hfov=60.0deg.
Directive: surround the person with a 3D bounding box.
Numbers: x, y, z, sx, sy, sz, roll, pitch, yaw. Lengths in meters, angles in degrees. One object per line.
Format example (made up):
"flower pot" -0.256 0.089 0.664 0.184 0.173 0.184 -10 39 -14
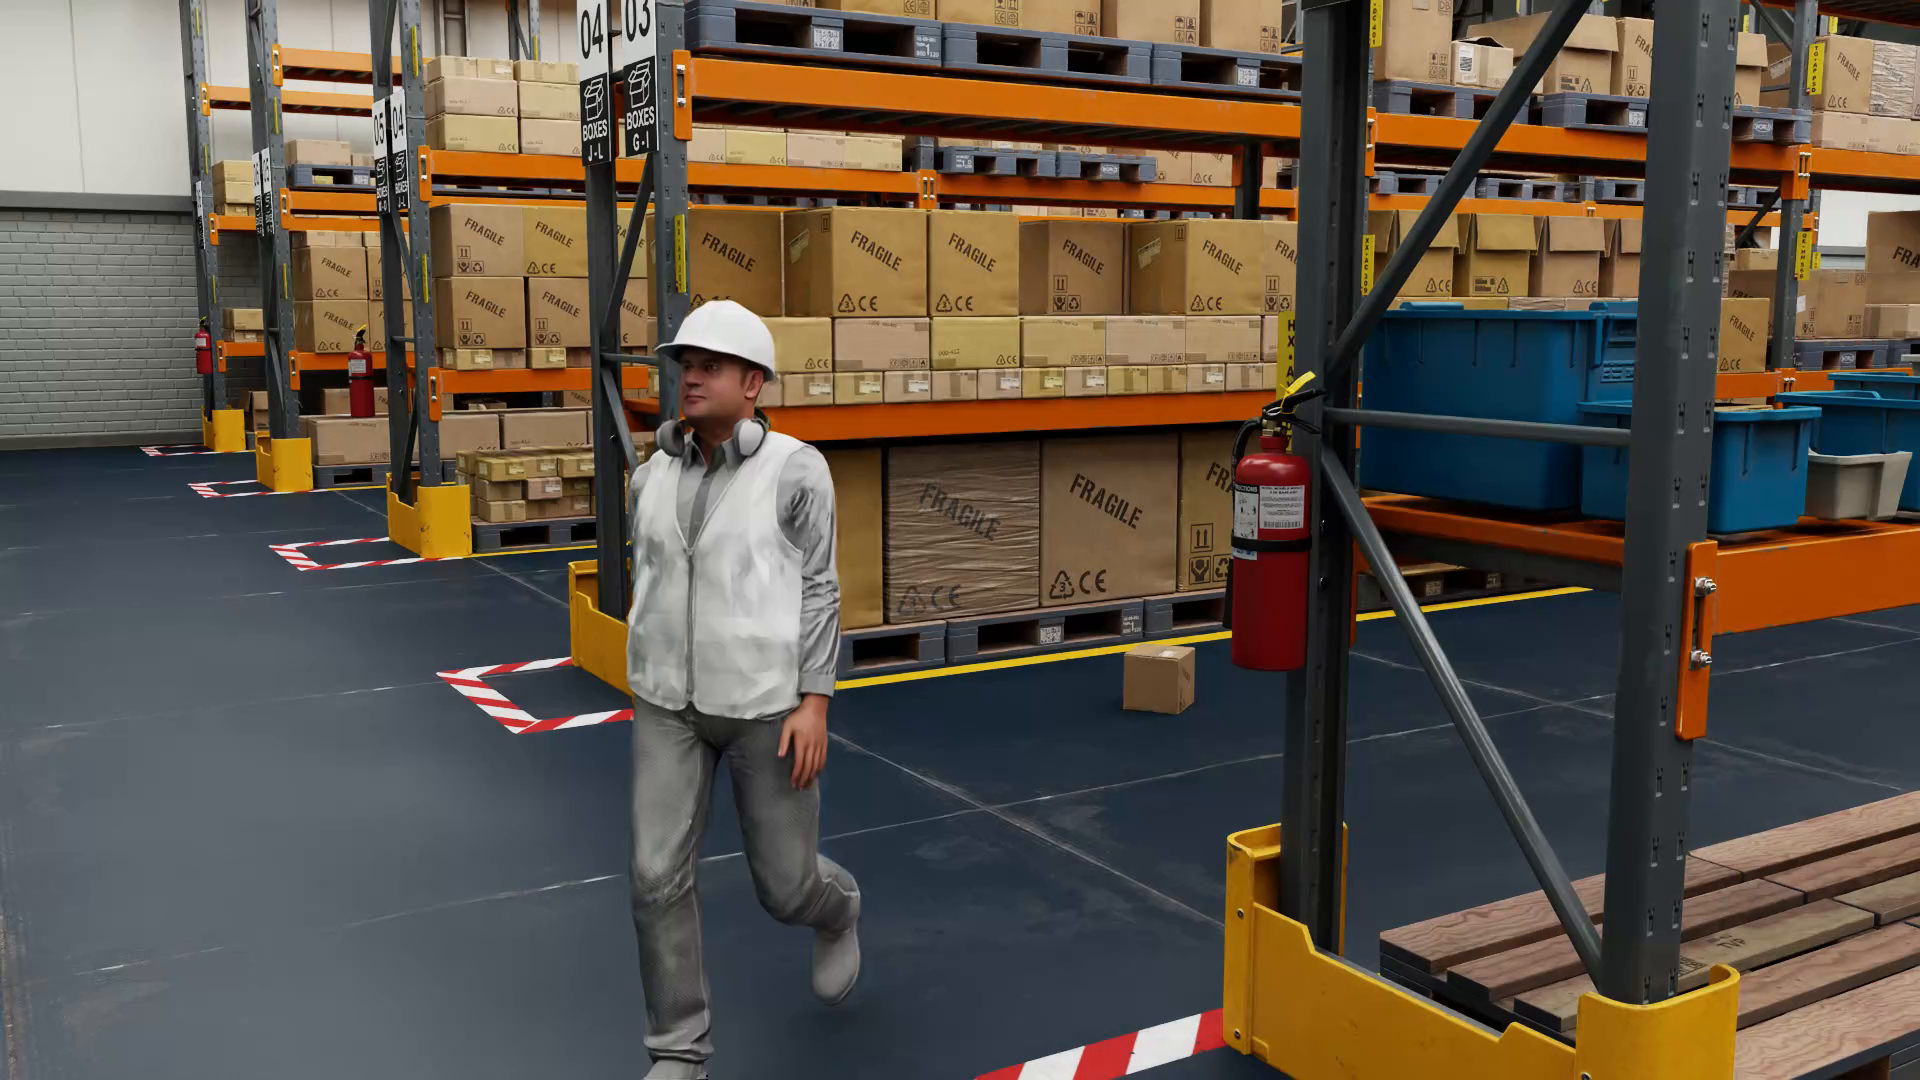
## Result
"person" -0.508 0.342 3.750 0.529 1.747 0.840 2 8 16
